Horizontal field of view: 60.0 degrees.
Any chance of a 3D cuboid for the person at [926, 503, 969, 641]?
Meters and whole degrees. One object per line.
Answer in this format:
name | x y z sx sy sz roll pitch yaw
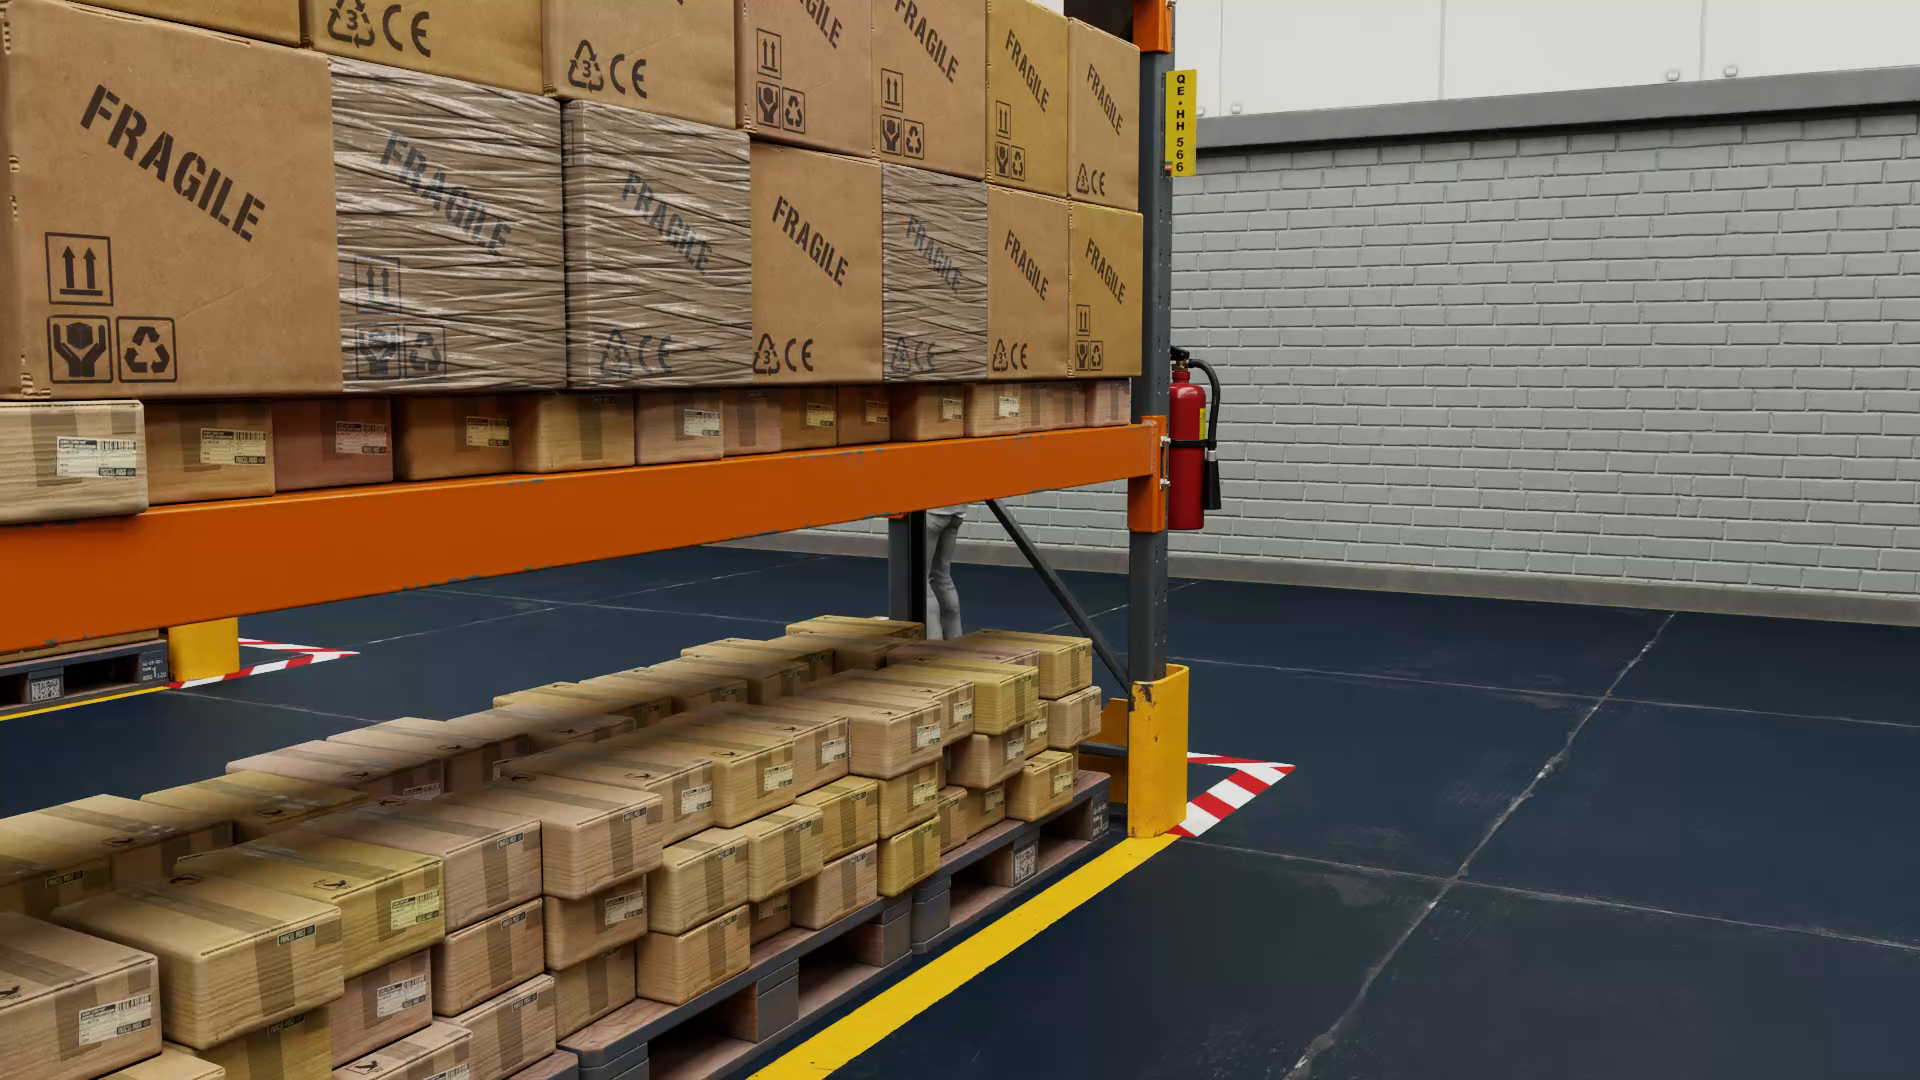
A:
person | -0.141 -0.139 7.857 0.343 1.593 0.461 3 7 29
